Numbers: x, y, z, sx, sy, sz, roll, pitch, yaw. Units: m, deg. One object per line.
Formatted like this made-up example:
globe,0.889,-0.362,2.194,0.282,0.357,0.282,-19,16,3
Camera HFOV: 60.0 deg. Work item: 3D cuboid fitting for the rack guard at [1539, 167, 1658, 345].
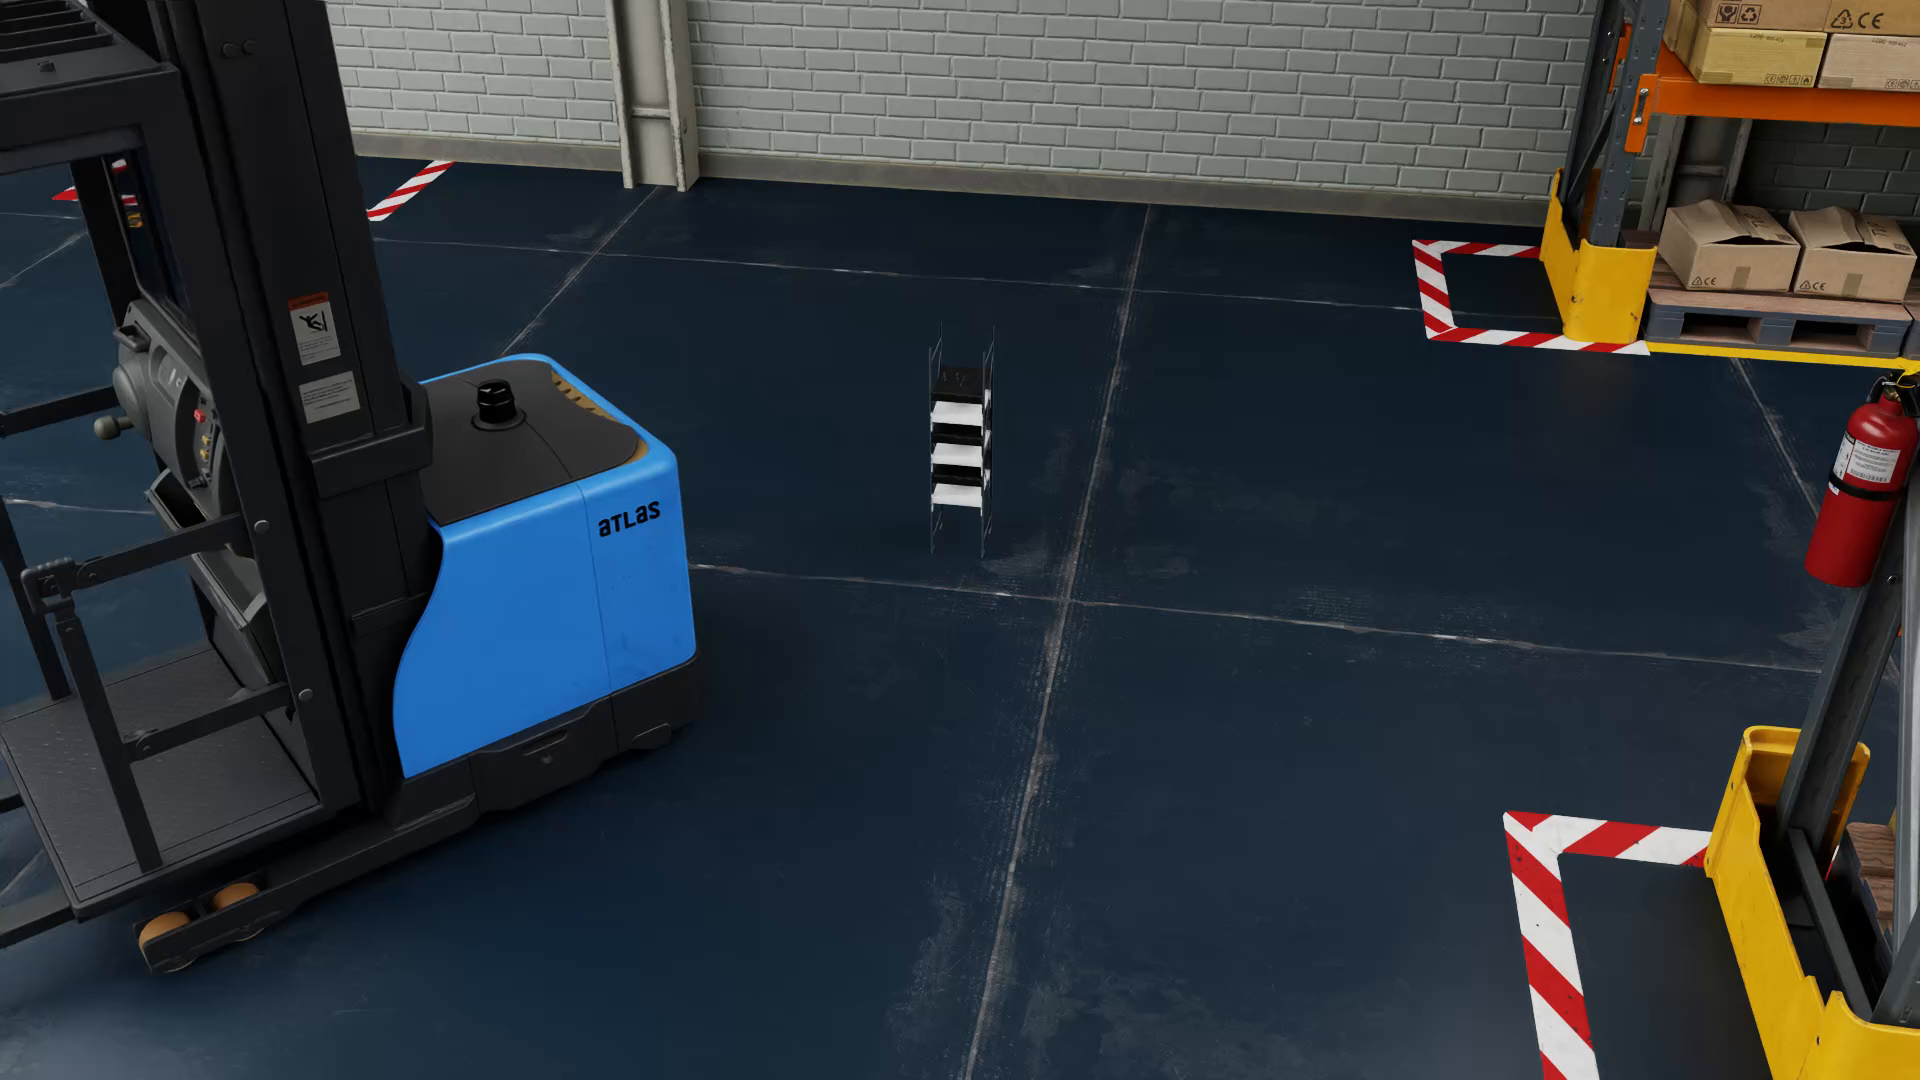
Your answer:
rack guard,3.313,-1.504,8.682,0.348,0.500,1.175,5,32,8

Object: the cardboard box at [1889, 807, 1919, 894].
cardboard box,2.986,0.901,4.678,0.500,0.250,0.500,5,32,8

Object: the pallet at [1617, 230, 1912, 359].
pallet,4.108,-1.291,8.613,1.213,0.211,1.003,5,32,8

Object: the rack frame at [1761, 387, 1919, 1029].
rack frame,2.408,0.021,3.890,0.127,3.000,1.000,5,32,8

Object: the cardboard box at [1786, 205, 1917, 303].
cardboard box,4.467,-1.458,8.371,0.500,0.311,0.500,8,33,12

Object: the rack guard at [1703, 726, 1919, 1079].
rack guard,2.384,1.078,4.556,0.348,0.500,1.175,5,32,8

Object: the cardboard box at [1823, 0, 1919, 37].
cardboard box,4.143,-2.584,7.467,0.500,0.500,0.500,5,32,8

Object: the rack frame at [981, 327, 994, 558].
rack frame,0.108,-0.372,6.496,0.006,0.900,0.240,5,32,8

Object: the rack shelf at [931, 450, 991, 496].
rack shelf,0.008,-0.276,6.576,0.200,0.077,0.258,5,32,8

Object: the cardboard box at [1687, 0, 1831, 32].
cardboard box,3.658,-2.633,7.546,0.500,0.500,0.500,5,32,8

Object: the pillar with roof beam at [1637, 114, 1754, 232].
pillar with roof beam,3.349,-3.252,3.464,0.400,9.000,9.100,5,32,8

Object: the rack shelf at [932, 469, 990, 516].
rack shelf,0.008,-0.200,6.623,0.200,0.077,0.258,5,32,8

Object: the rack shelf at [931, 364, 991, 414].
rack shelf,0.008,-0.581,6.384,0.200,0.077,0.258,5,32,8

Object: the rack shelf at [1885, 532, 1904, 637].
rack shelf,4.380,0.504,3.795,4.000,0.370,1.077,5,32,8

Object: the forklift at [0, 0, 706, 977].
forklift,-2.343,-0.323,4.504,3.031,2.935,1.130,-23,38,-31

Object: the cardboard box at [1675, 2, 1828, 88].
cardboard box,3.665,-2.306,7.729,0.500,0.250,0.500,4,32,7

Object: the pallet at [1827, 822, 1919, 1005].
pallet,3.169,1.249,4.556,1.213,0.211,1.003,5,32,8

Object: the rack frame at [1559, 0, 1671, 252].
rack frame,3.238,-2.570,8.029,0.127,3.000,1.000,5,32,8

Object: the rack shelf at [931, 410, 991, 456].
rack shelf,0.008,-0.429,6.480,0.200,0.077,0.258,5,32,8

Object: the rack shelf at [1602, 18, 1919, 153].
rack shelf,5.209,-2.087,7.935,4.000,0.370,1.077,5,32,8

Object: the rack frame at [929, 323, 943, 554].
rack frame,-0.092,-0.390,6.525,0.006,0.900,0.240,5,32,8

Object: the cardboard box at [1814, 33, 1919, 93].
cardboard box,4.180,-2.267,7.667,0.500,0.250,0.500,4,32,7

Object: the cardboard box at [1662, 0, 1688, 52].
cardboard box,3.731,-2.575,8.159,0.500,0.250,0.500,6,32,9

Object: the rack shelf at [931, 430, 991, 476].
rack shelf,0.008,-0.352,6.528,0.200,0.077,0.258,5,32,8

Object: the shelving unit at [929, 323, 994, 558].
shelving unit,0.008,-0.381,6.510,0.210,0.900,0.258,5,32,8

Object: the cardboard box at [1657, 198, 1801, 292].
cardboard box,3.905,-1.508,8.452,0.500,0.311,0.500,2,32,3

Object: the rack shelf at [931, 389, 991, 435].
rack shelf,0.008,-0.505,6.432,0.200,0.077,0.258,5,32,8

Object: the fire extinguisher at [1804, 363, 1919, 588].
fire extinguisher,2.370,-0.200,4.315,0.183,0.674,0.296,5,32,8

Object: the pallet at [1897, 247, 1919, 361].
pallet,5.307,-1.181,8.437,1.213,0.211,1.003,5,32,8

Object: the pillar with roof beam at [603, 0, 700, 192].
pillar with roof beam,-2.565,-3.787,4.319,0.400,9.000,9.100,5,32,8
